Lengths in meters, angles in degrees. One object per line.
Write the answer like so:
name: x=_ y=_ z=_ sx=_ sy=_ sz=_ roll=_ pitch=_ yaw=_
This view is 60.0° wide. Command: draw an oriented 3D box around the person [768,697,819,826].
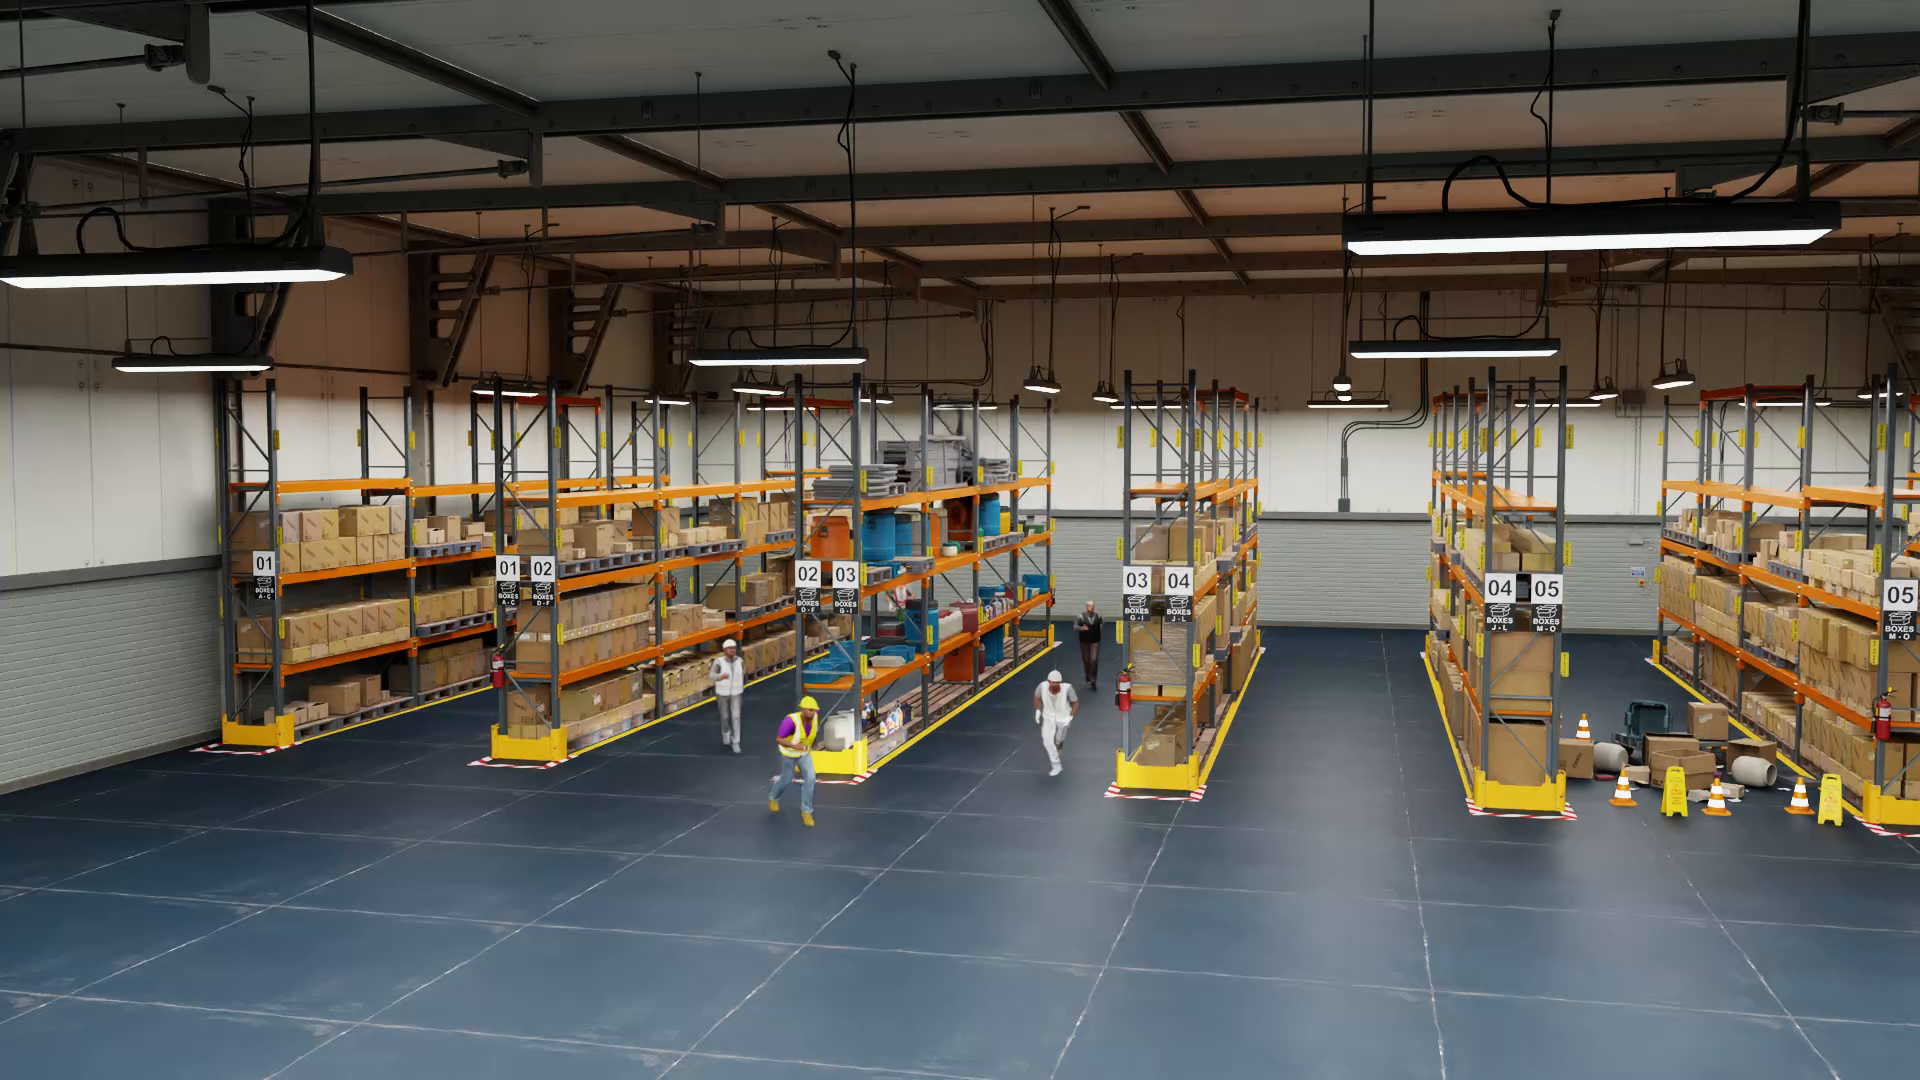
person: x=-2.186 y=2.875 z=21.909 sx=0.745 sy=1.719 sz=1.044 roll=-3 pitch=5 yaw=-42

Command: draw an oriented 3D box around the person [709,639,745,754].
person: x=-3.754 y=2.509 z=26.887 sx=0.631 sy=1.829 sz=0.820 roll=-1 pitch=4 yaw=-16

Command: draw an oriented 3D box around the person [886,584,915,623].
person: x=-1.447 y=1.685 z=40.876 sx=0.715 sy=1.729 sz=0.823 roll=-1 pitch=4 yaw=-12

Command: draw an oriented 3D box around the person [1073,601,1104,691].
person: x=2.591 y=2.113 z=33.545 sx=0.631 sy=1.776 sz=0.820 roll=0 pitch=3 yaw=2

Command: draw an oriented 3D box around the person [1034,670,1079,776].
person: x=1.467 y=2.715 z=25.118 sx=0.684 sy=1.612 sz=1.121 roll=1 pitch=3 yaw=9
